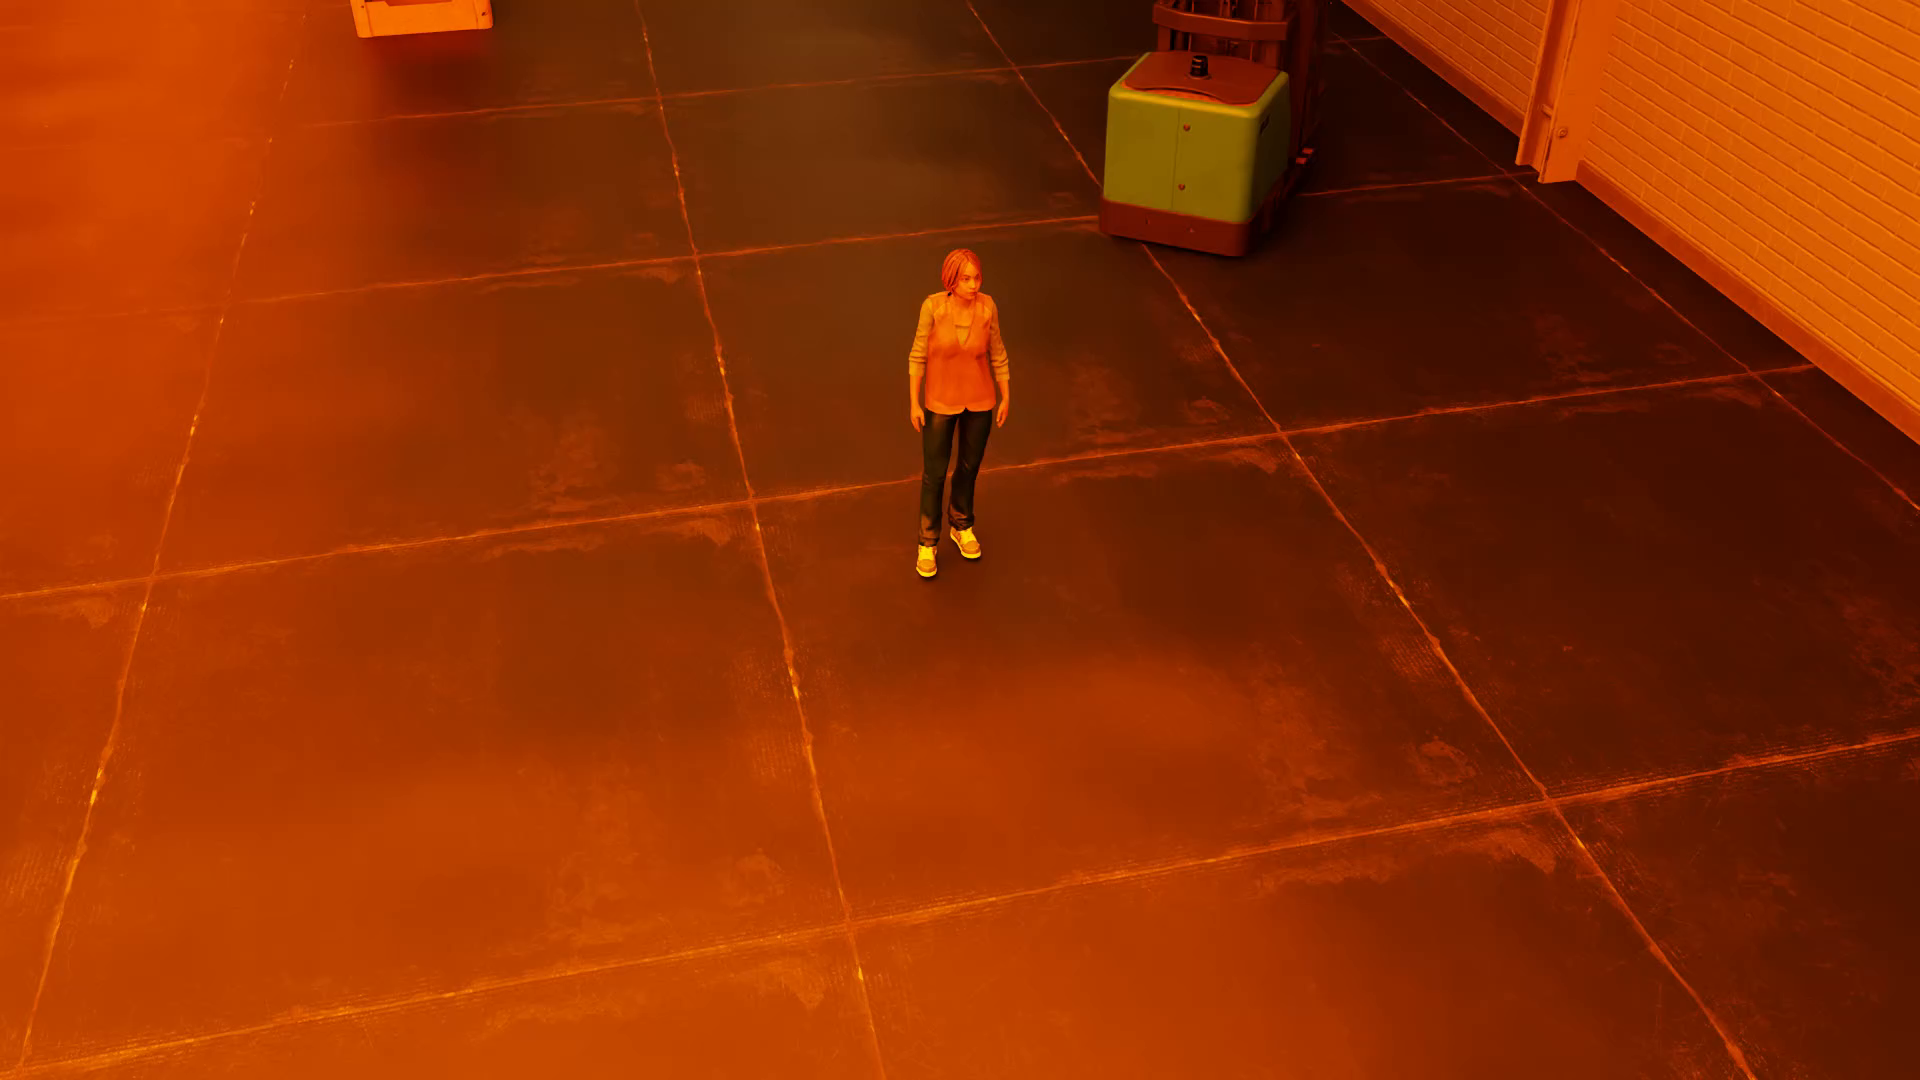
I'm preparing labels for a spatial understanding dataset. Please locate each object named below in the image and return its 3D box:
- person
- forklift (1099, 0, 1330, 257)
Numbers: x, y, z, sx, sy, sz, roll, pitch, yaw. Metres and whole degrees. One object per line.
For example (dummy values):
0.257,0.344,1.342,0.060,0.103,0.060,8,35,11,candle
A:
0.004,-0.610,8.027,0.521,1.599,0.473,-8,36,-11,person
2.010,-3.925,11.505,1.130,2.935,3.031,14,38,19,forklift
